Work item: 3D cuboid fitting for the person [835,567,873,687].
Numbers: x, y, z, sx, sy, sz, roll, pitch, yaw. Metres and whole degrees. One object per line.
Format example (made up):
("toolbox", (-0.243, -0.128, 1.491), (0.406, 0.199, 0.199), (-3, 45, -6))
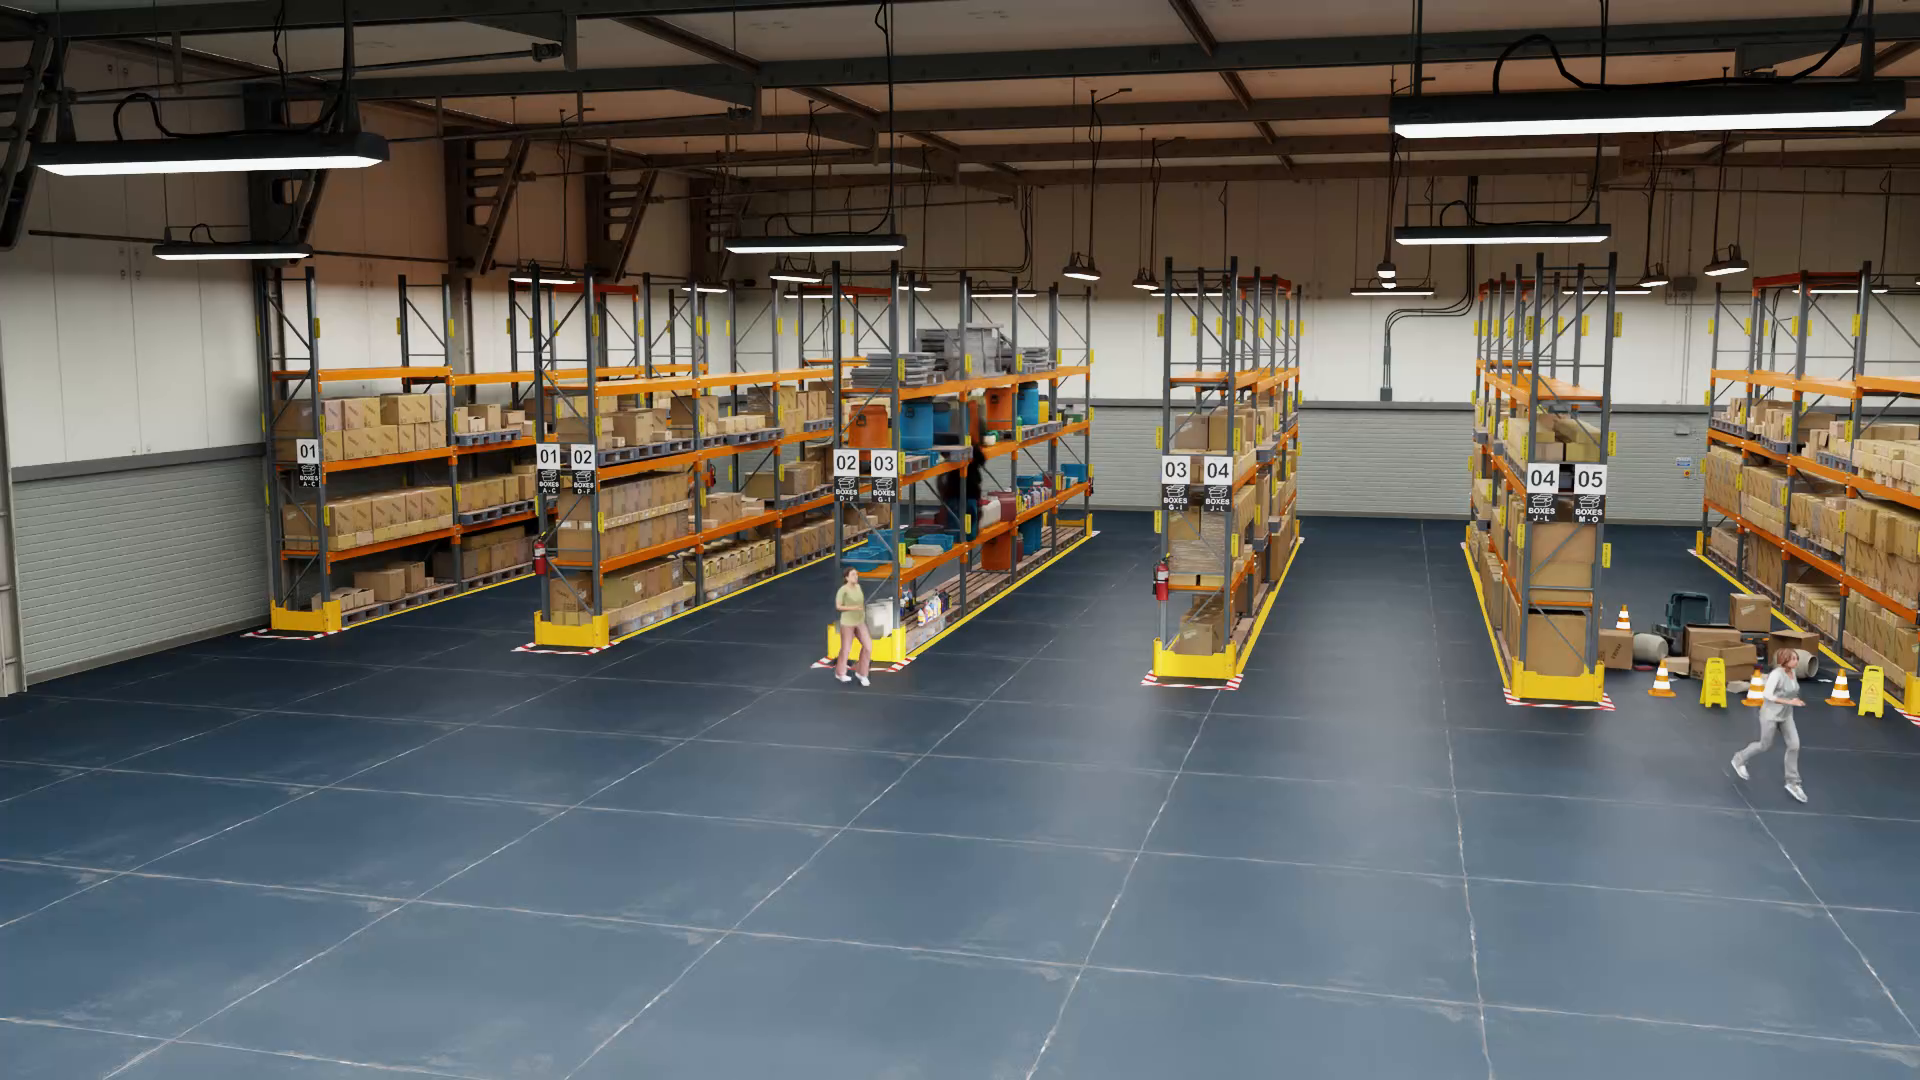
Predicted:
("person", (-1.510, 1.223, 23.398), (0.592, 1.714, 0.677), (-6, 9, -40))

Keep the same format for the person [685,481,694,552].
("person", (-5.736, -0.394, 35.888), (0.642, 1.785, 0.799), (0, 7, 4))

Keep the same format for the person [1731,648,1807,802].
("person", (8.804, 1.941, 17.997), (0.562, 1.613, 0.902), (-4, 8, -31))
